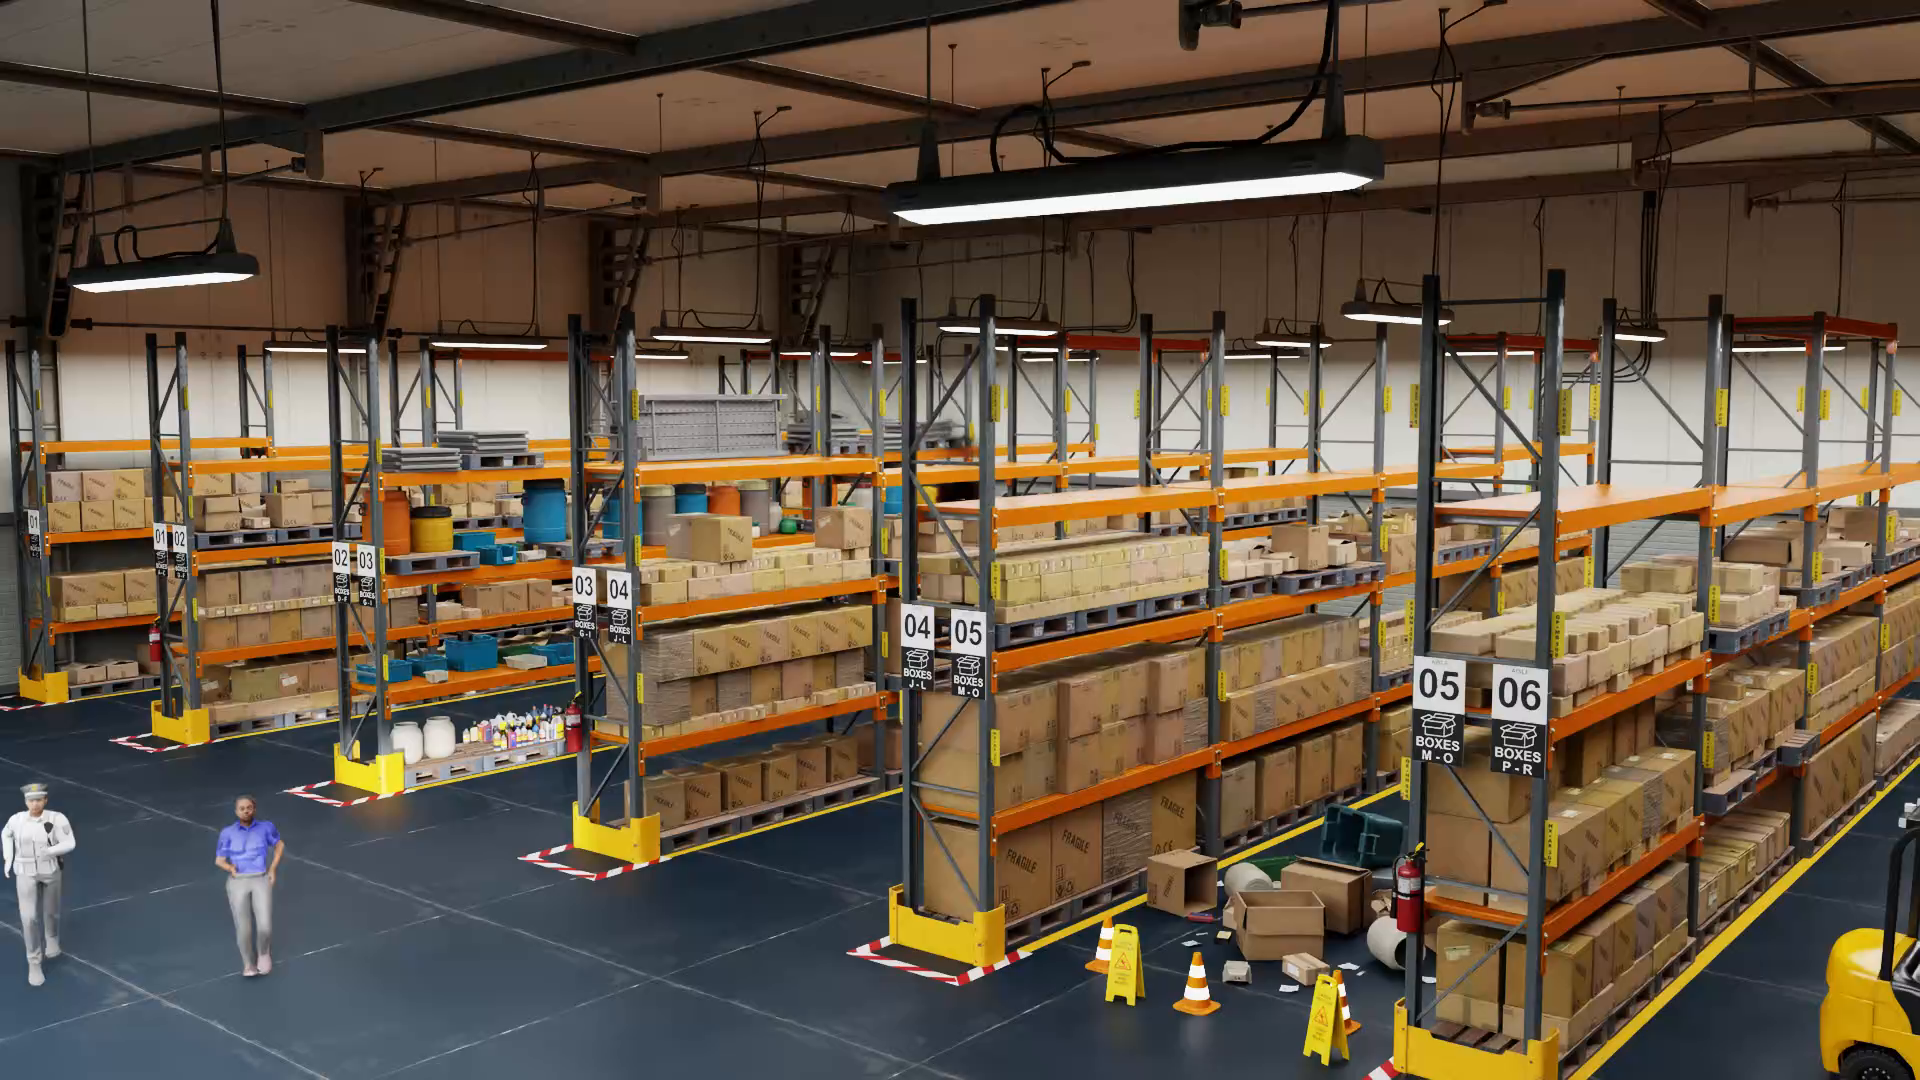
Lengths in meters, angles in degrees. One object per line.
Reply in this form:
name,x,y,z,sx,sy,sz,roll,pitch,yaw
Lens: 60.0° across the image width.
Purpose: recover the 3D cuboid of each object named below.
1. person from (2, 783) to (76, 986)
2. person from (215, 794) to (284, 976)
person,-8.204,2.993,14.735,0.483,1.734,0.832,-3,6,-27
person,-6.194,3.044,14.534,0.562,1.624,0.580,-2,6,-23
